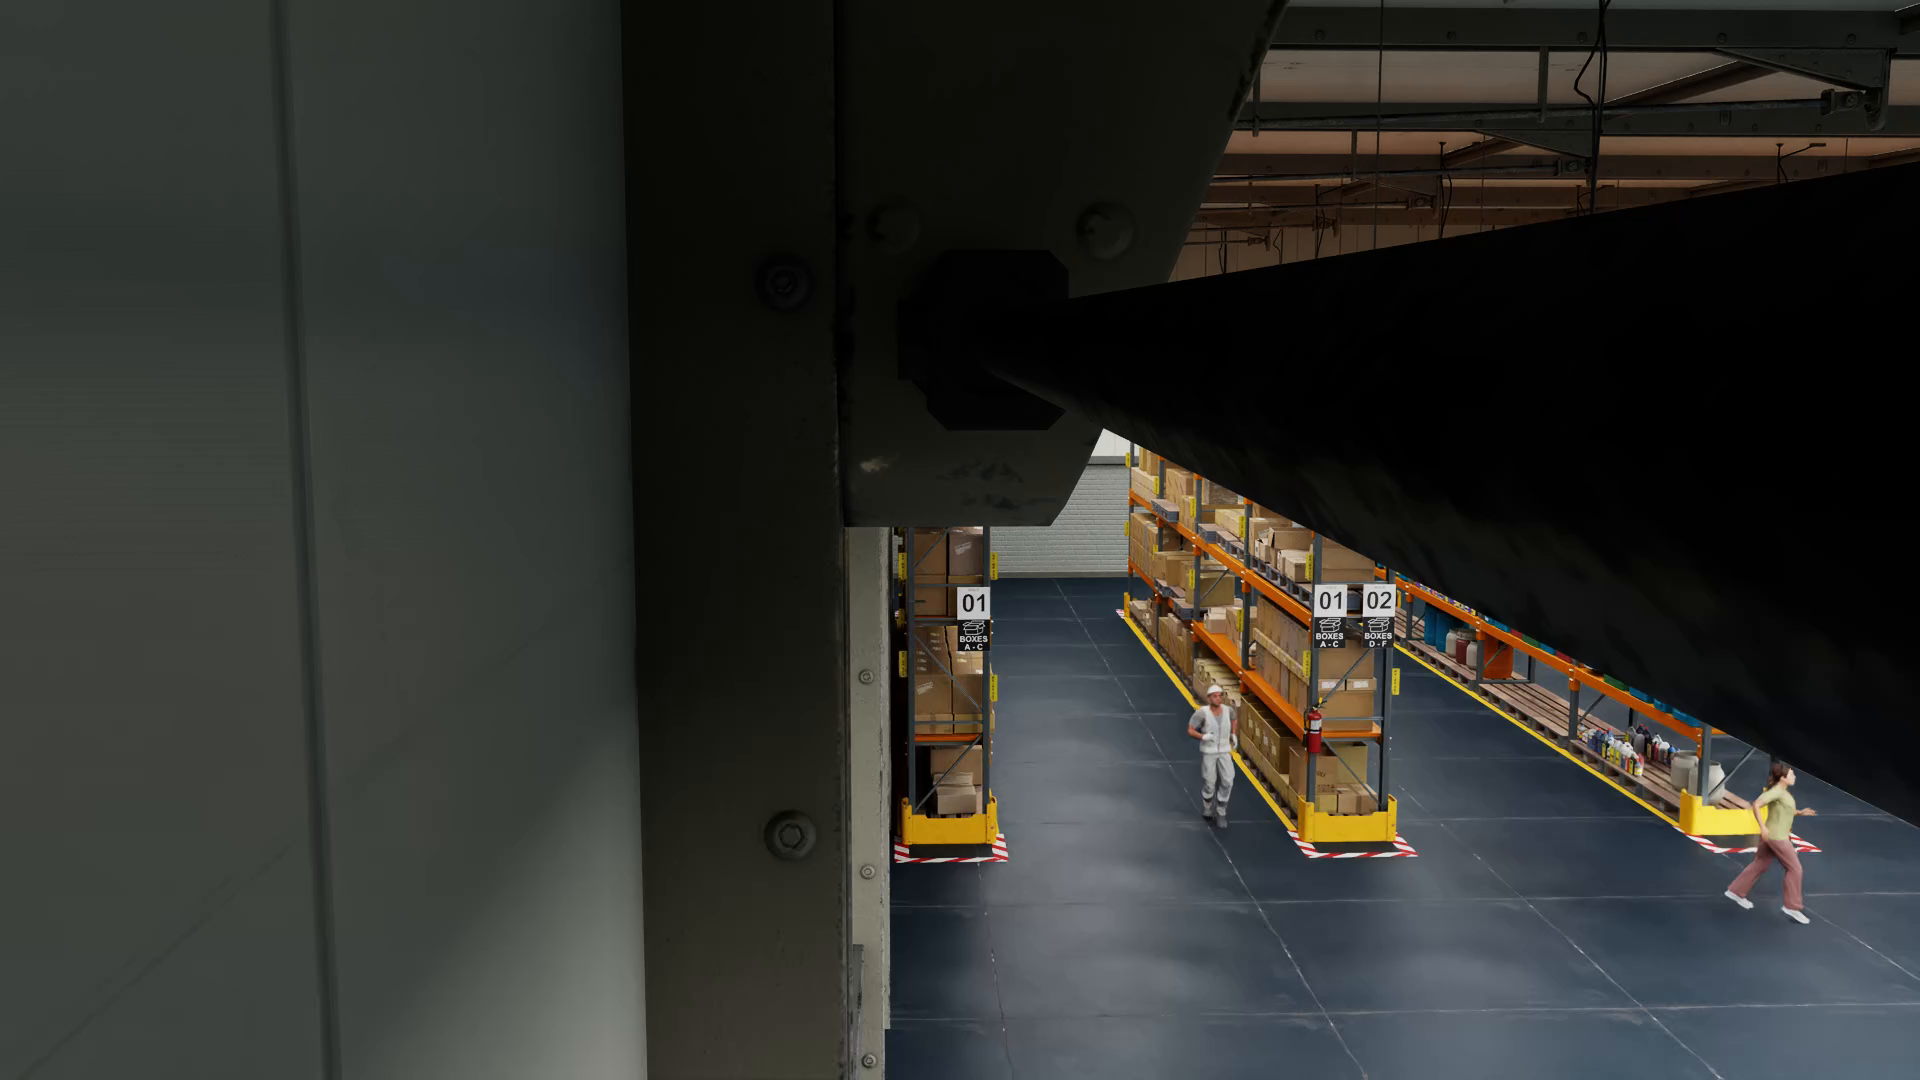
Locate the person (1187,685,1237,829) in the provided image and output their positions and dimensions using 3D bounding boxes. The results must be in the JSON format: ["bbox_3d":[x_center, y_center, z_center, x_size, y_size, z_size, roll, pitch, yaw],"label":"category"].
[{"bbox_3d":[3.238,2.754,21.217,0.711,1.849,0.672,-1,7,-9],"label":"person"}]

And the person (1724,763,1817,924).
[{"bbox_3d":[8.698,3.217,17.828,0.843,1.715,0.547,3,8,22],"label":"person"}]
